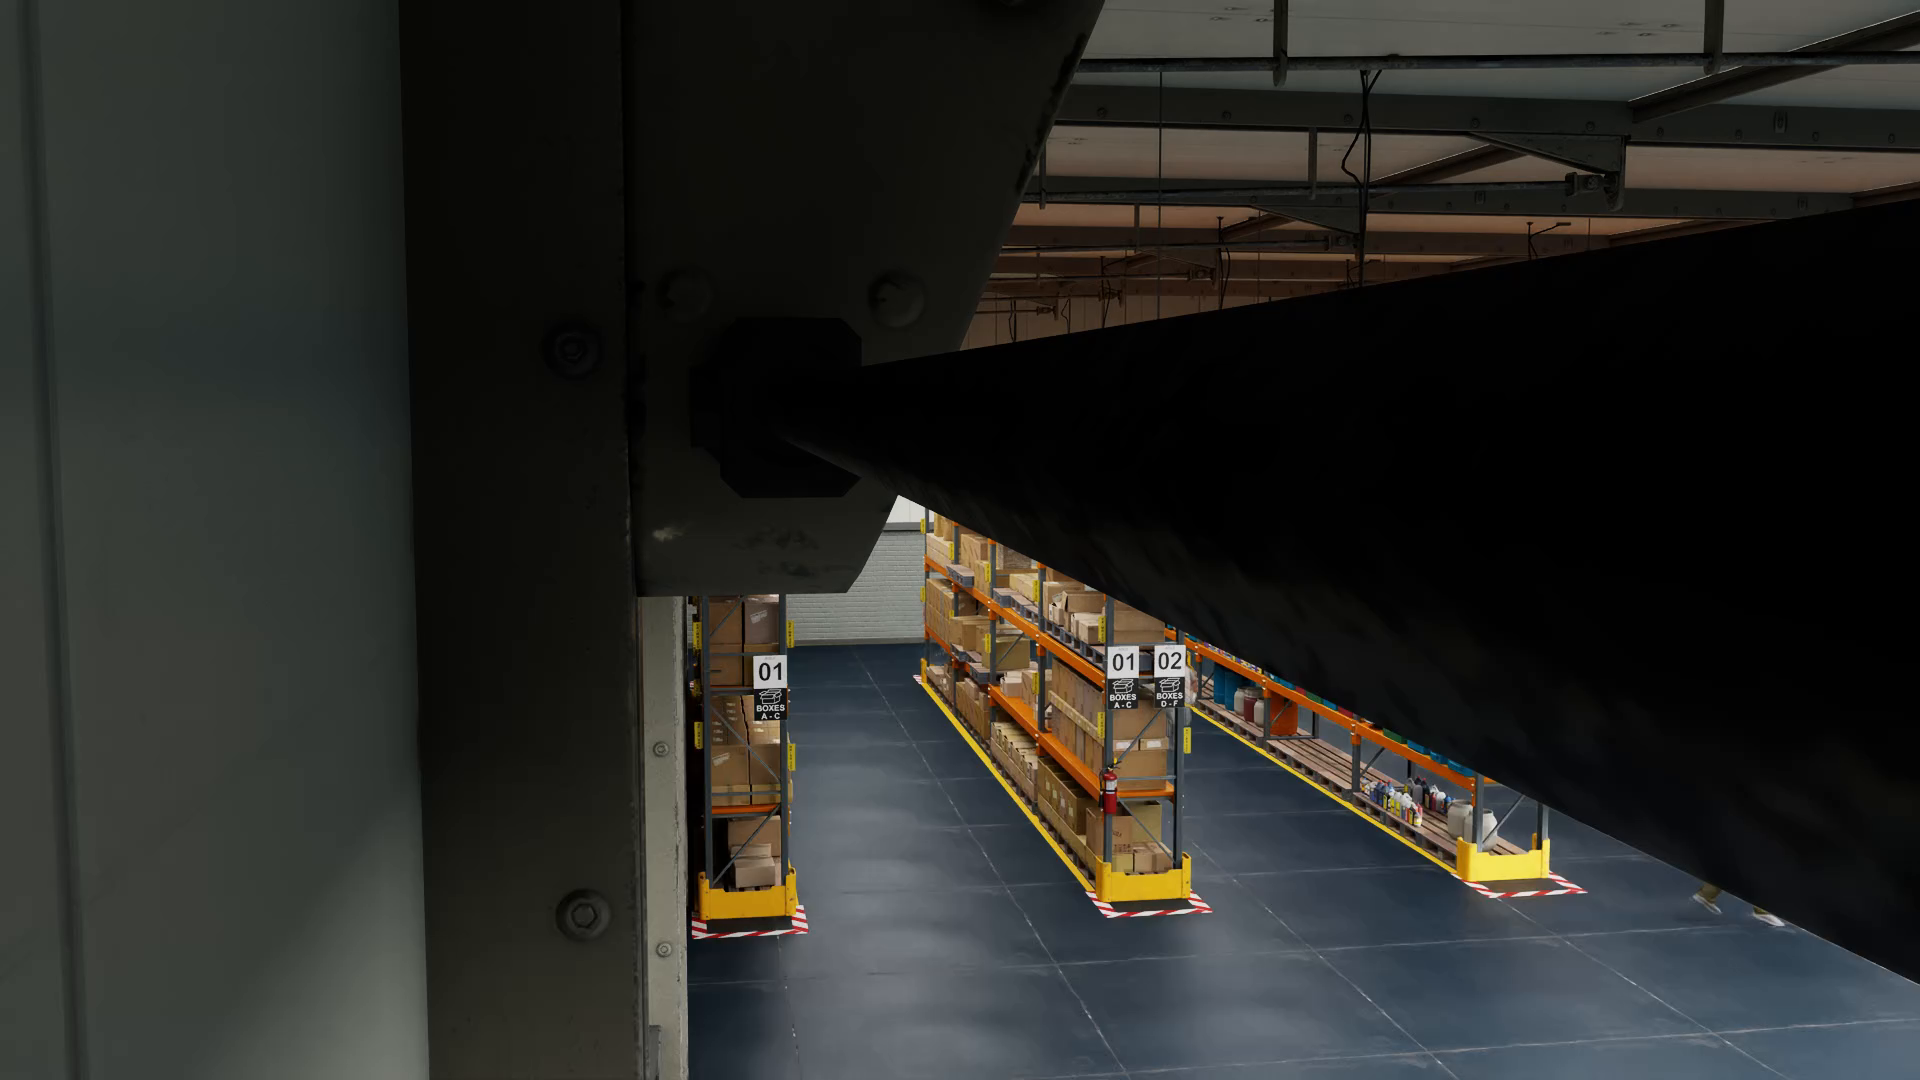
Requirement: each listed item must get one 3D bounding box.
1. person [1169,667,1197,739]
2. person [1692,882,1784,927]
[{"bbox_3d":[3.872,2.890,29.516,0.723,1.733,0.715,-1,5,-12],"label":"person"},{"bbox_3d":[9.323,3.707,19.863,1.007,1.736,0.681,2,5,17],"label":"person"}]
